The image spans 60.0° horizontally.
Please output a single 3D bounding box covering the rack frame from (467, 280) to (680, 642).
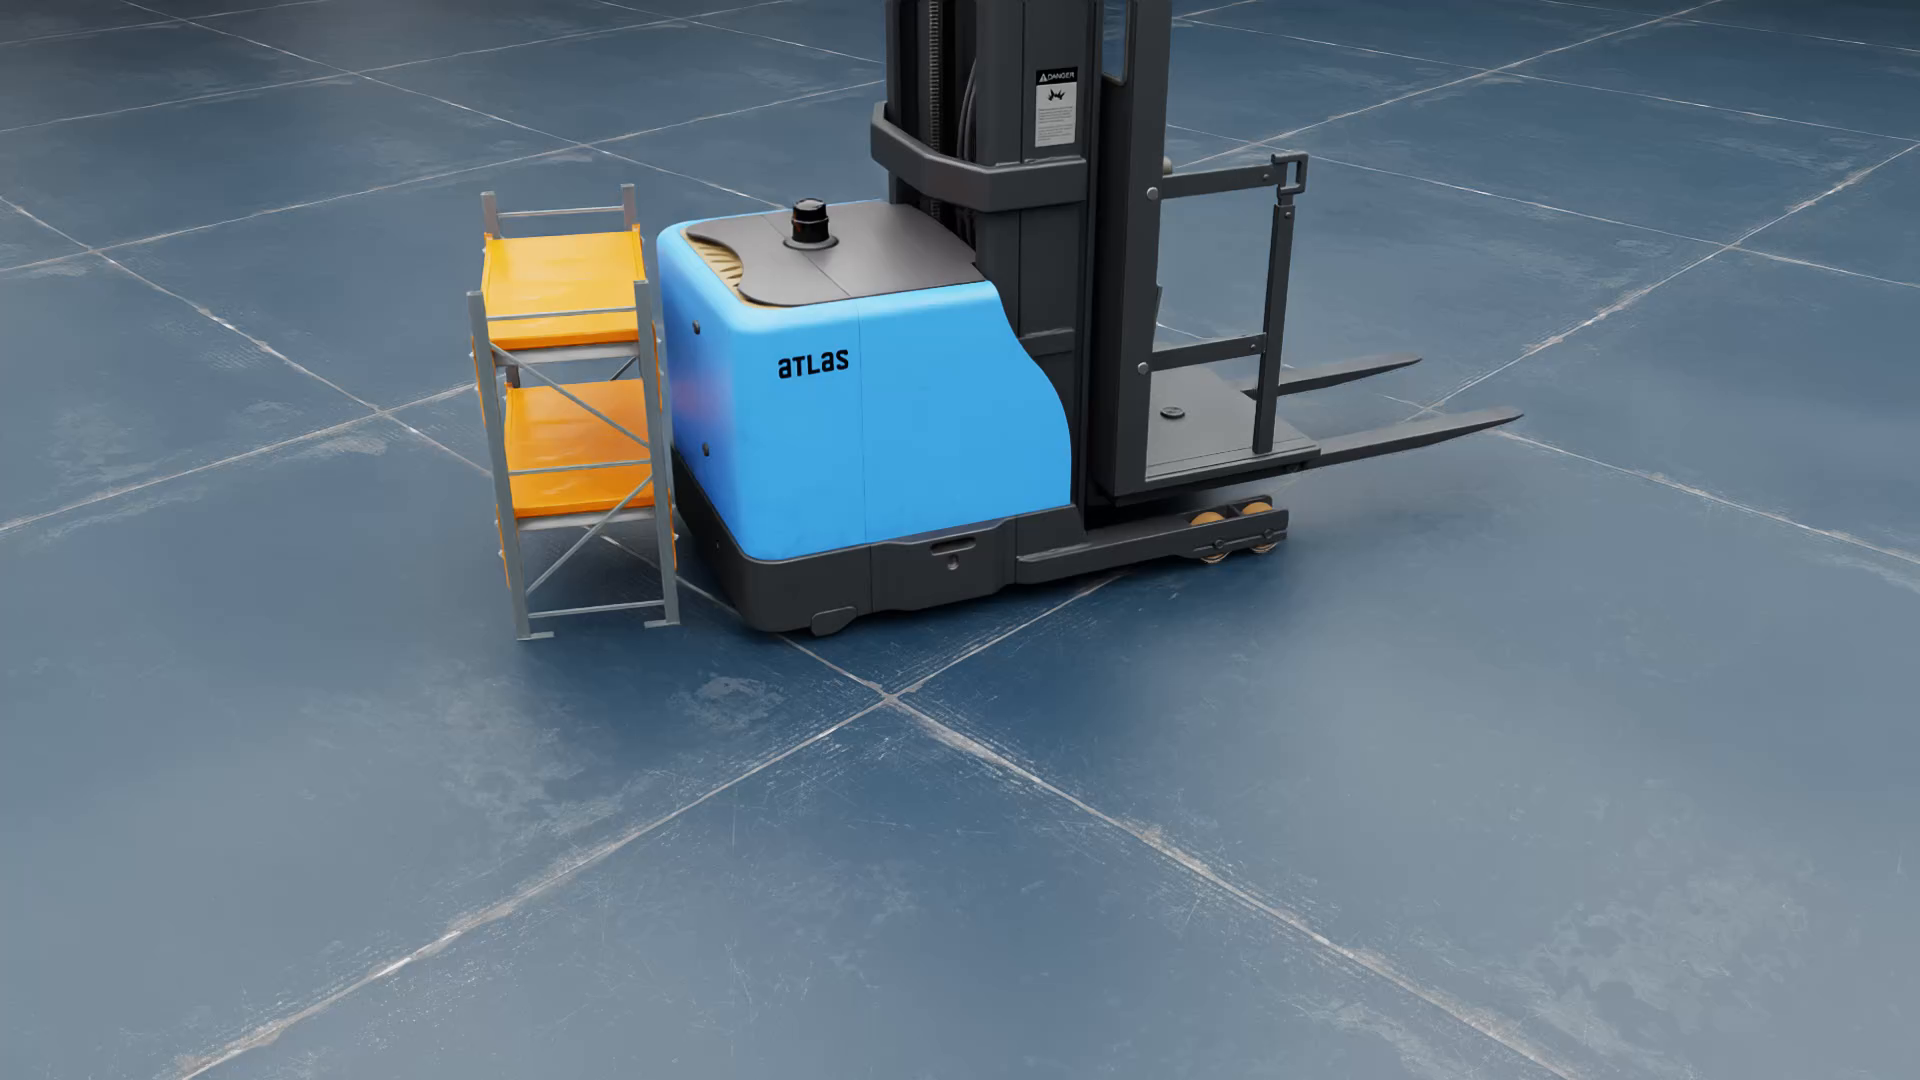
[{"bbox_3d":[-1.131,-0.214,4.947,0.500,1.125,0.032,-6,28,-11],"label":"rack frame"}]

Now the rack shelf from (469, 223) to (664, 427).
[{"bbox_3d":[-1.238,-0.704,5.251,0.538,0.278,1.000,-6,28,-11],"label":"rack shelf"}]

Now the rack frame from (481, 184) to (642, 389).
[{"bbox_3d":[-1.344,-0.677,5.827,0.500,1.125,0.032,-6,28,-11],"label":"rack frame"}]

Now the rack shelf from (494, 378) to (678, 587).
[{"bbox_3d":[-1.237,-0.229,5.501,0.538,0.278,1.000,-6,28,-11],"label":"rack shelf"}]

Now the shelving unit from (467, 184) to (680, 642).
[{"bbox_3d":[-1.237,-0.445,5.387,0.538,1.125,1.048,-6,28,-11],"label":"shelving unit"}]

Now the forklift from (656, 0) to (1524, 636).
[{"bbox_3d":[0.569,-1.436,5.332,3.031,2.935,1.130,-11,30,-20],"label":"forklift"}]
